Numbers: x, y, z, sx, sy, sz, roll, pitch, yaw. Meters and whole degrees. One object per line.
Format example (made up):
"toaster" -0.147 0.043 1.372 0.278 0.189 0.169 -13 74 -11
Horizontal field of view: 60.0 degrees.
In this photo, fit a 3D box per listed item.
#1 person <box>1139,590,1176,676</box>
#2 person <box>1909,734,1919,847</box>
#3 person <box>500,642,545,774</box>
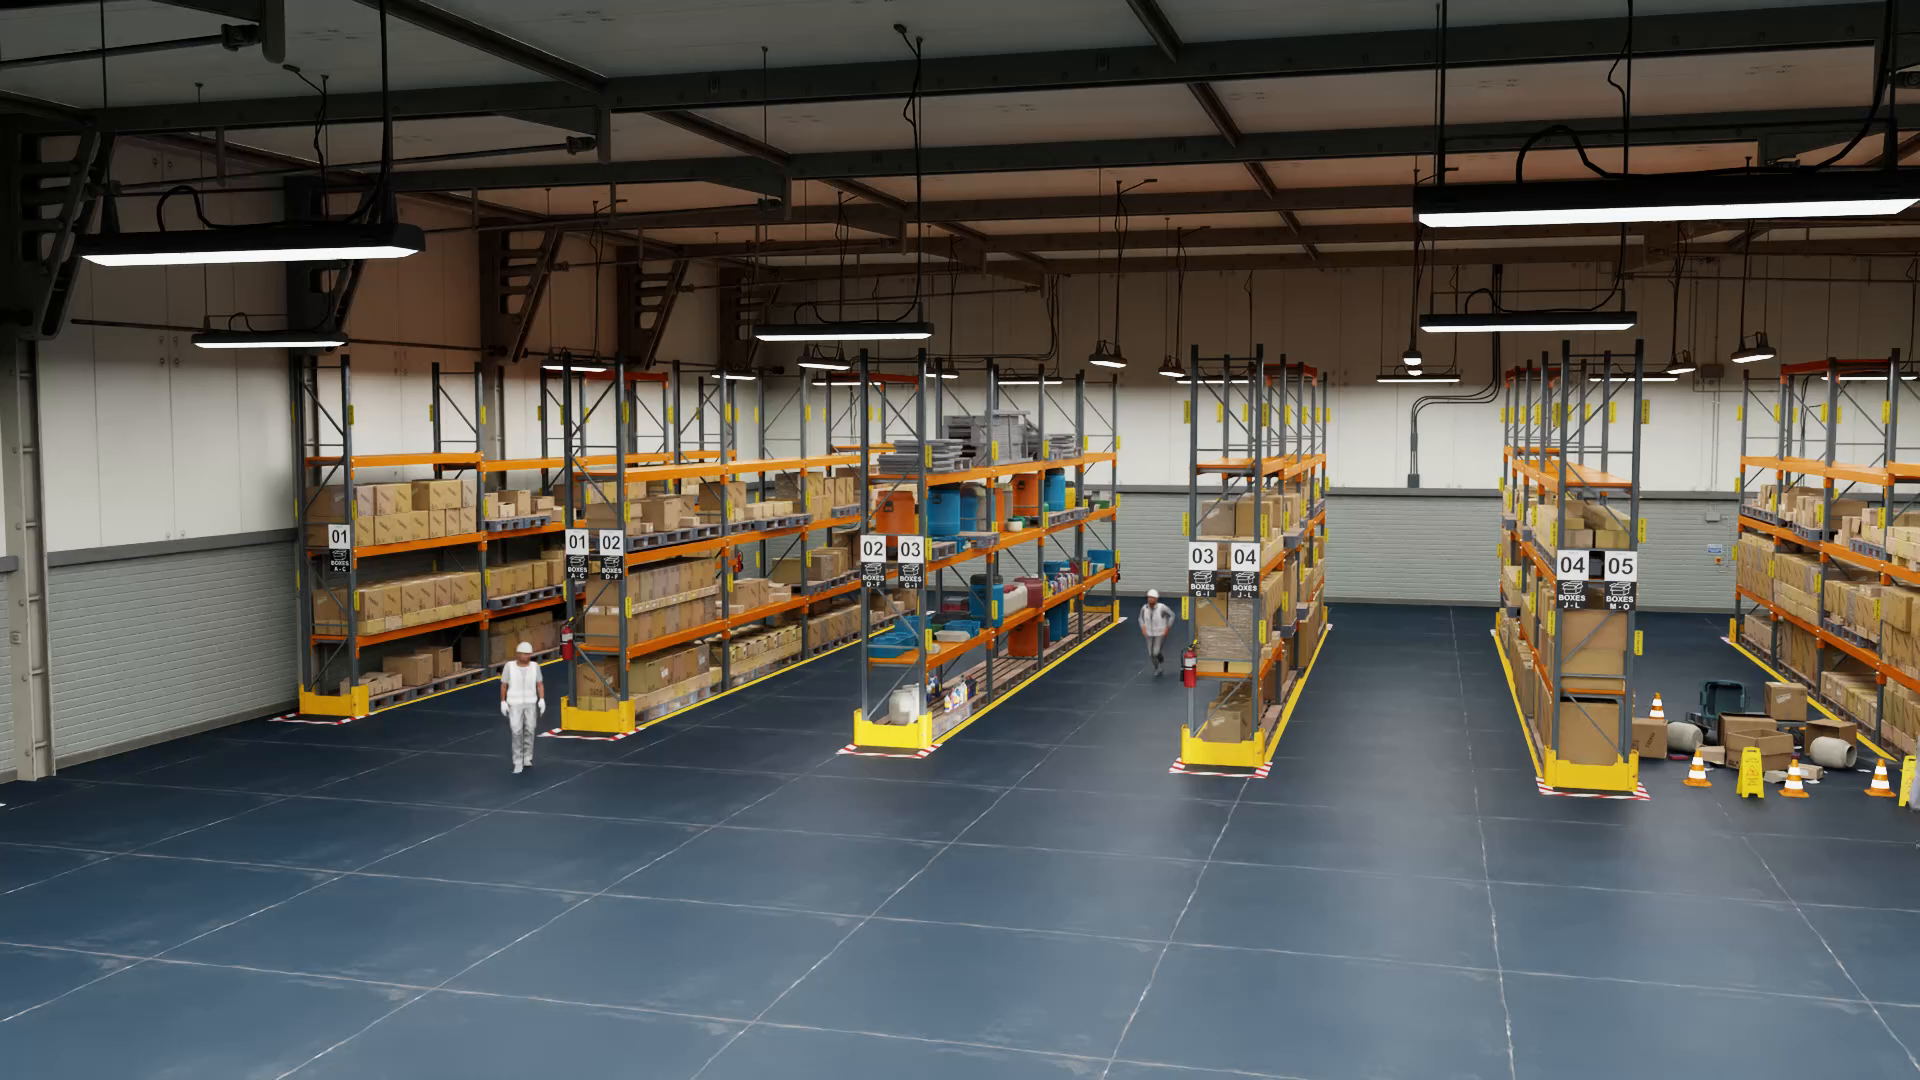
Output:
"person" 3.773 1.777 31.800 0.701 1.686 0.718 2 5 27
"person" 11.260 2.751 19.213 0.511 1.587 0.404 -2 5 -24
"person" -6.165 2.370 23.531 0.581 1.833 0.592 -2 5 -28
